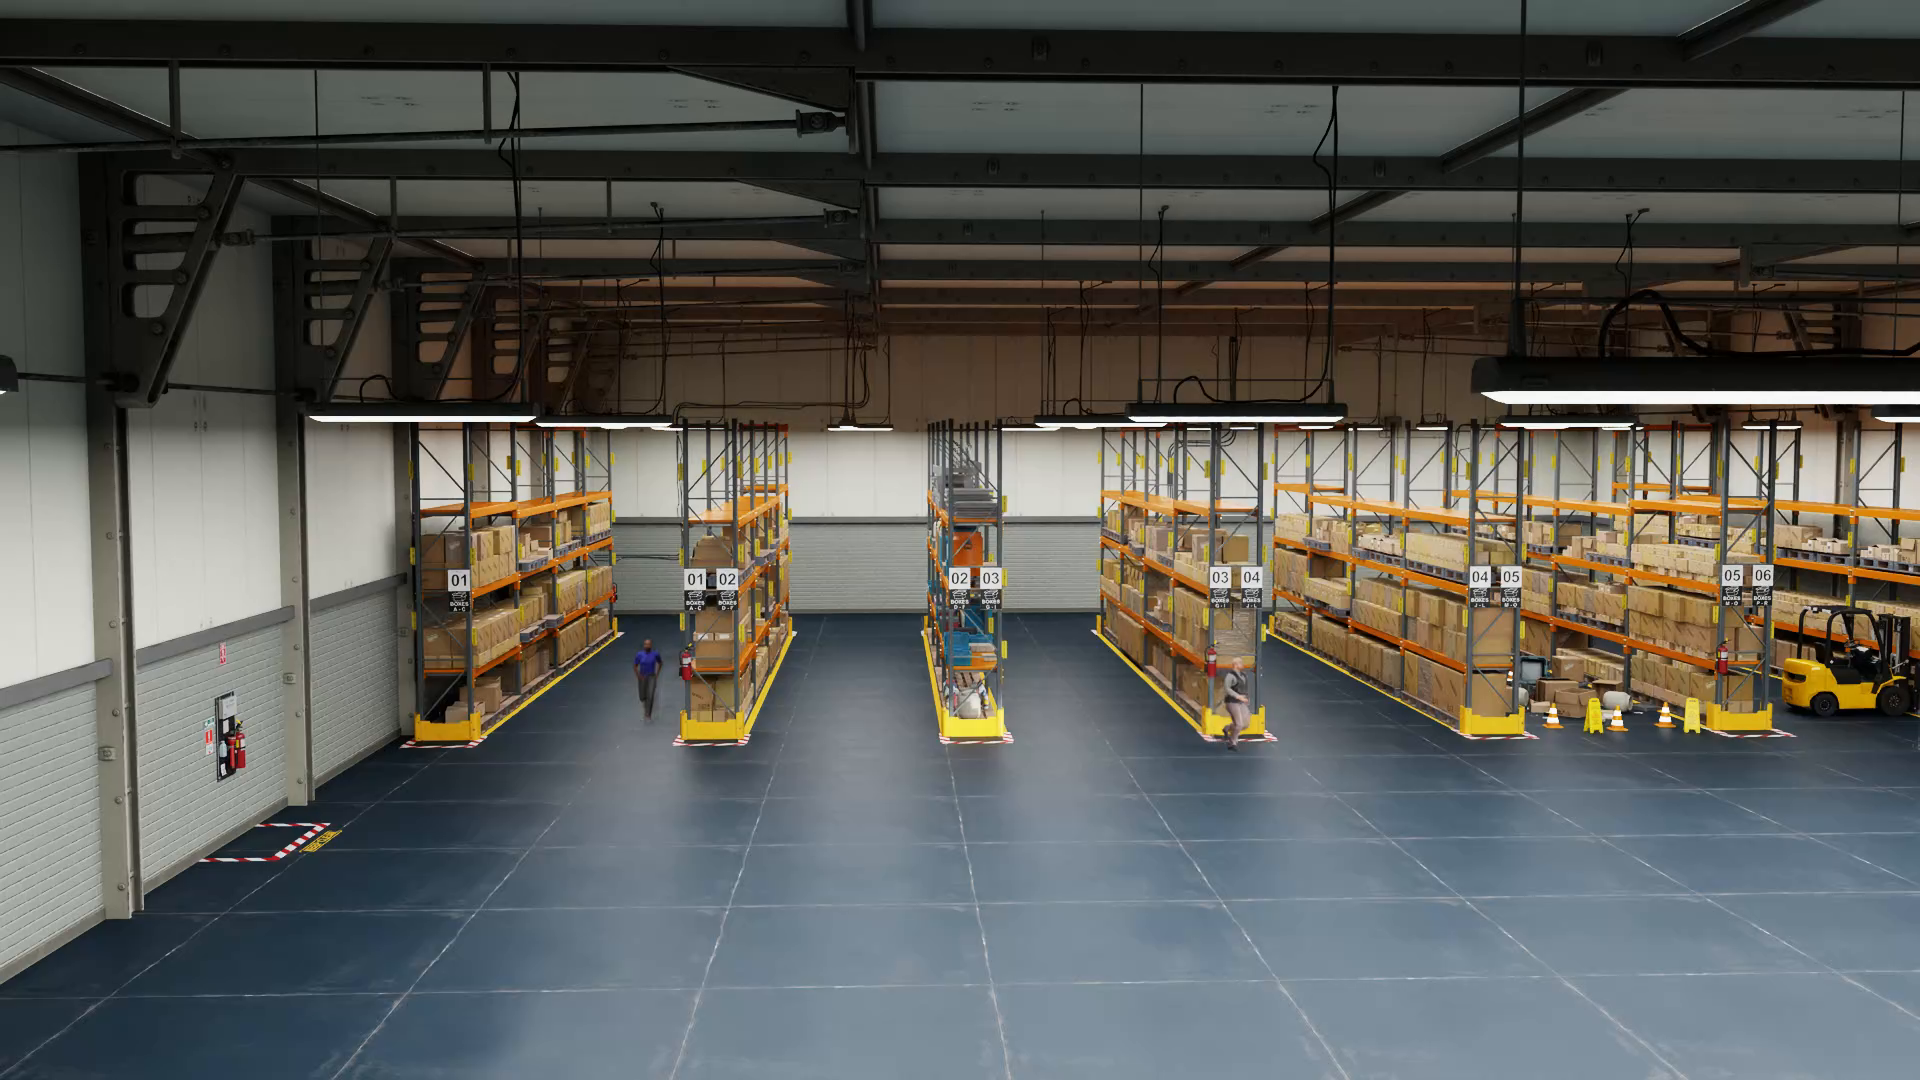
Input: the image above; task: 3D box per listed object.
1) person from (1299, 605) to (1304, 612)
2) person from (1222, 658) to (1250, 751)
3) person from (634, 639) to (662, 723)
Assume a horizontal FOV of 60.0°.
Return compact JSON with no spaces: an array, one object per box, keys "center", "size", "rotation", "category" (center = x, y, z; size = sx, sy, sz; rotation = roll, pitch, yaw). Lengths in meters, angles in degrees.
[{"center":[10.108,1.759,48.829],"size":[0.865,1.675,0.629],"rotation":[3,5,39],"category":"person"},{"center":[5.014,2.965,30.150],"size":[0.619,1.679,0.705],"rotation":[3,5,40],"category":"person"},{"center":[-6.258,2.803,33.342],"size":[0.557,1.643,0.963],"rotation":[0,4,-4],"category":"person"}]
